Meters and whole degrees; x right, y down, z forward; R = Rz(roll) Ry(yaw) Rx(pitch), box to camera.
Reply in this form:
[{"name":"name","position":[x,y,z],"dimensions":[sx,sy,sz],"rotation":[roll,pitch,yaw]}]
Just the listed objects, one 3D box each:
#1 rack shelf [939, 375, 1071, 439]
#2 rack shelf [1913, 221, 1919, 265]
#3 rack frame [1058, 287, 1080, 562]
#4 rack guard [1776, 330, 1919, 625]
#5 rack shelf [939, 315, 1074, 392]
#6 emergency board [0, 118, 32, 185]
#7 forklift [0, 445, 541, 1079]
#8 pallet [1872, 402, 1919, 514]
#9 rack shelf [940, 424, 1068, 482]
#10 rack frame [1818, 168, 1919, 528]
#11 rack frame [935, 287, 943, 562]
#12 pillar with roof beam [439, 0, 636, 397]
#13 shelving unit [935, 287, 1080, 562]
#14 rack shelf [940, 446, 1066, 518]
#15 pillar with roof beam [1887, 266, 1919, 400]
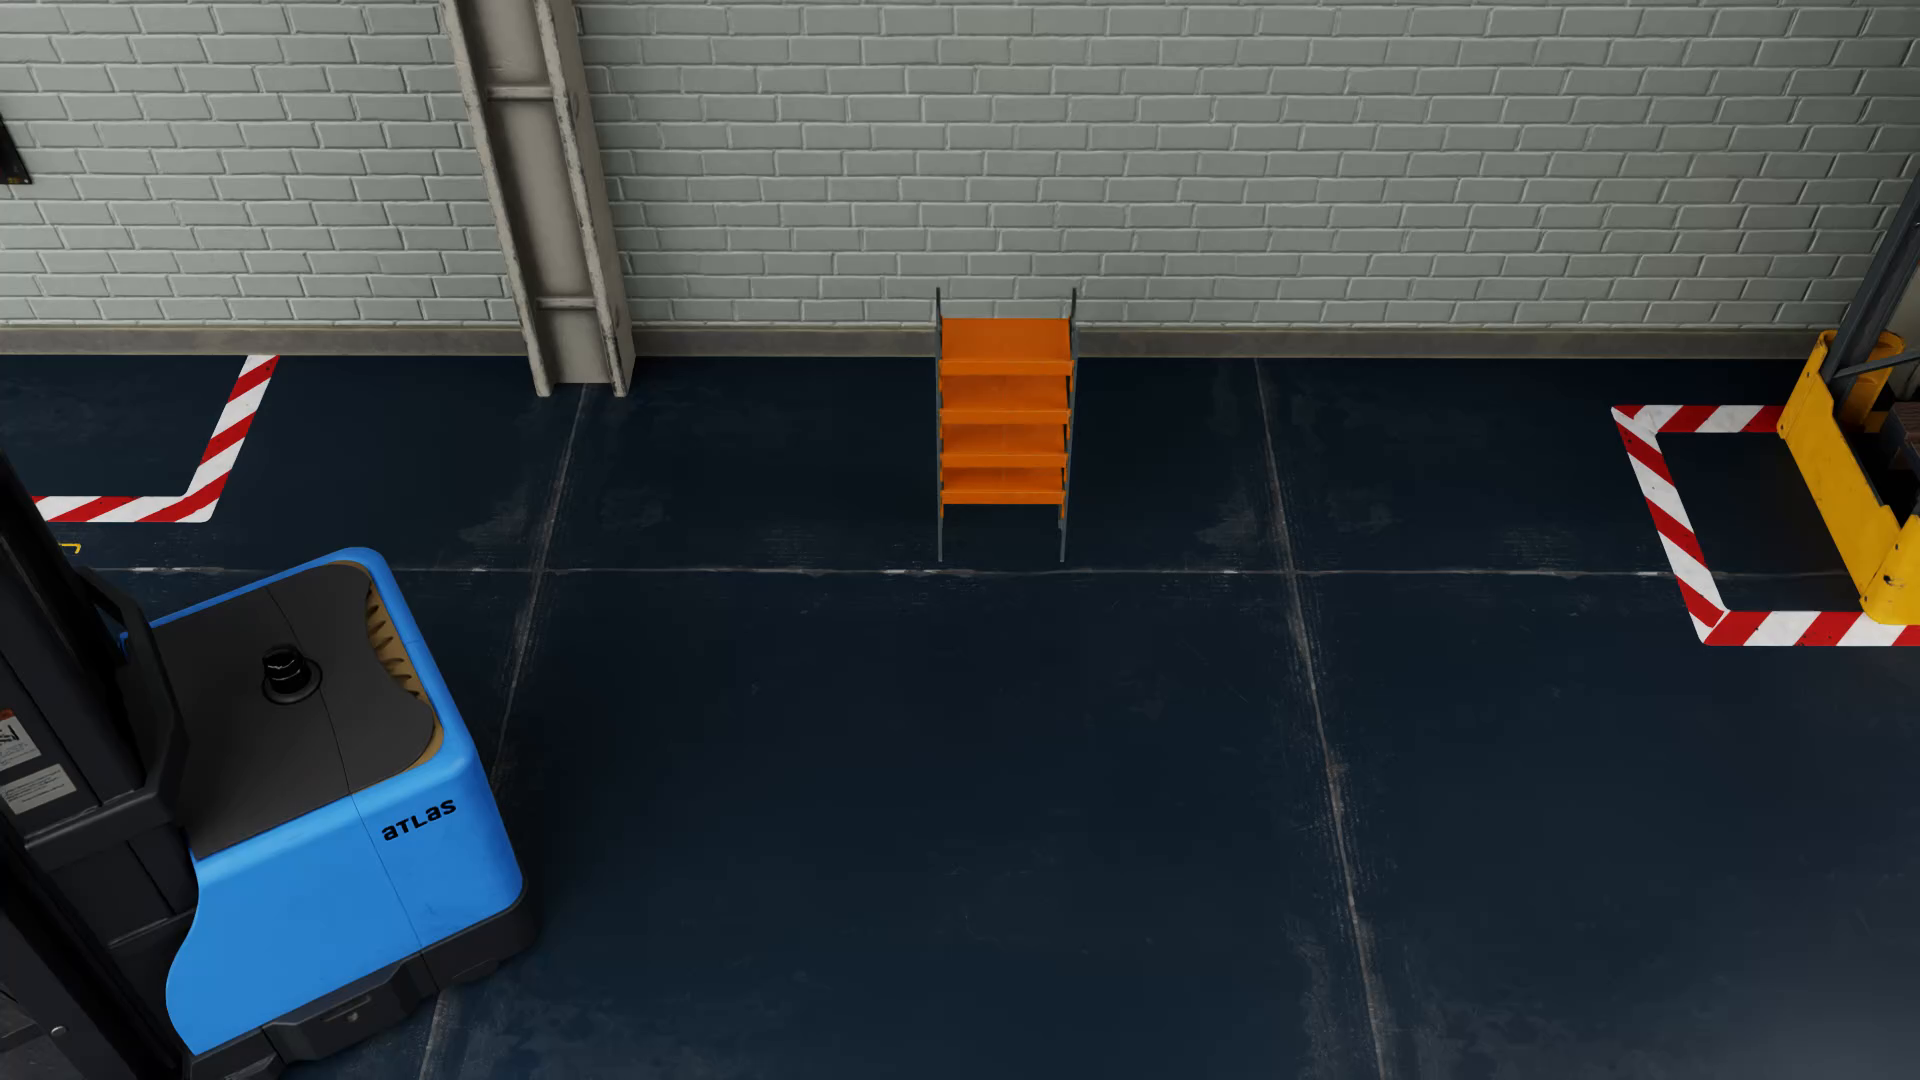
[{"name":"rack shelf","position":[0.166,-0.515,6.196],"dimensions":[0.480,0.148,0.258],"rotation":[0,47,0]},{"name":"rack shelf","position":[5.629,-0.871,6.003],"dimensions":[4.000,0.370,1.077],"rotation":[0,47,0]},{"name":"rack frame","position":[0.410,-0.408,6.310],"dimensions":[0.015,1.200,0.240],"rotation":[0,47,0]},{"name":"rack guard","position":[3.705,-0.269,6.659],"dimensions":[0.348,0.500,1.175],"rotation":[0,47,0]},{"name":"rack shelf","position":[0.166,-0.676,6.023],"dimensions":[0.480,0.148,0.258],"rotation":[0,47,0]},{"name":"emergency board","position":[-4.138,-1.804,6.380],"dimensions":[0.643,1.169,0.194],"rotation":[0,47,0]},{"name":"forklift","position":[-2.909,0.585,4.203],"dimensions":[3.031,2.935,1.130],"rotation":[-24,51,-20]},{"name":"pallet","position":[4.518,-0.143,6.739],"dimensions":[1.213,0.211,1.003],"rotation":[0,47,0]},{"name":"rack shelf","position":[0.166,-0.362,6.360],"dimensions":[0.480,0.148,0.258],"rotation":[0,47,0]},{"name":"rack frame","position":[3.629,-1.121,5.745],"dimensions":[0.127,3.000,1.000],"rotation":[0,47,0]},{"name":"rack frame","position":[-0.078,-0.409,6.311],"dimensions":[0.015,1.200,0.240],"rotation":[0,47,0]},{"name":"pillar with roof beam","position":[-1.683,-0.662,1.218],"dimensions":[0.400,9.000,9.100],"rotation":[0,47,0]},{"name":"shelving unit","position":[0.166,-0.408,6.310],"dimensions":[0.503,1.200,0.258],"rotation":[0,47,0]},{"name":"rack shelf","position":[0.166,-0.227,6.505],"dimensions":[0.480,0.148,0.258],"rotation":[0,47,0]},{"name":"pillar with roof beam","position":[4.317,-0.645,1.203],"dimensions":[0.400,9.000,9.100],"rotation":[0,47,0]}]
